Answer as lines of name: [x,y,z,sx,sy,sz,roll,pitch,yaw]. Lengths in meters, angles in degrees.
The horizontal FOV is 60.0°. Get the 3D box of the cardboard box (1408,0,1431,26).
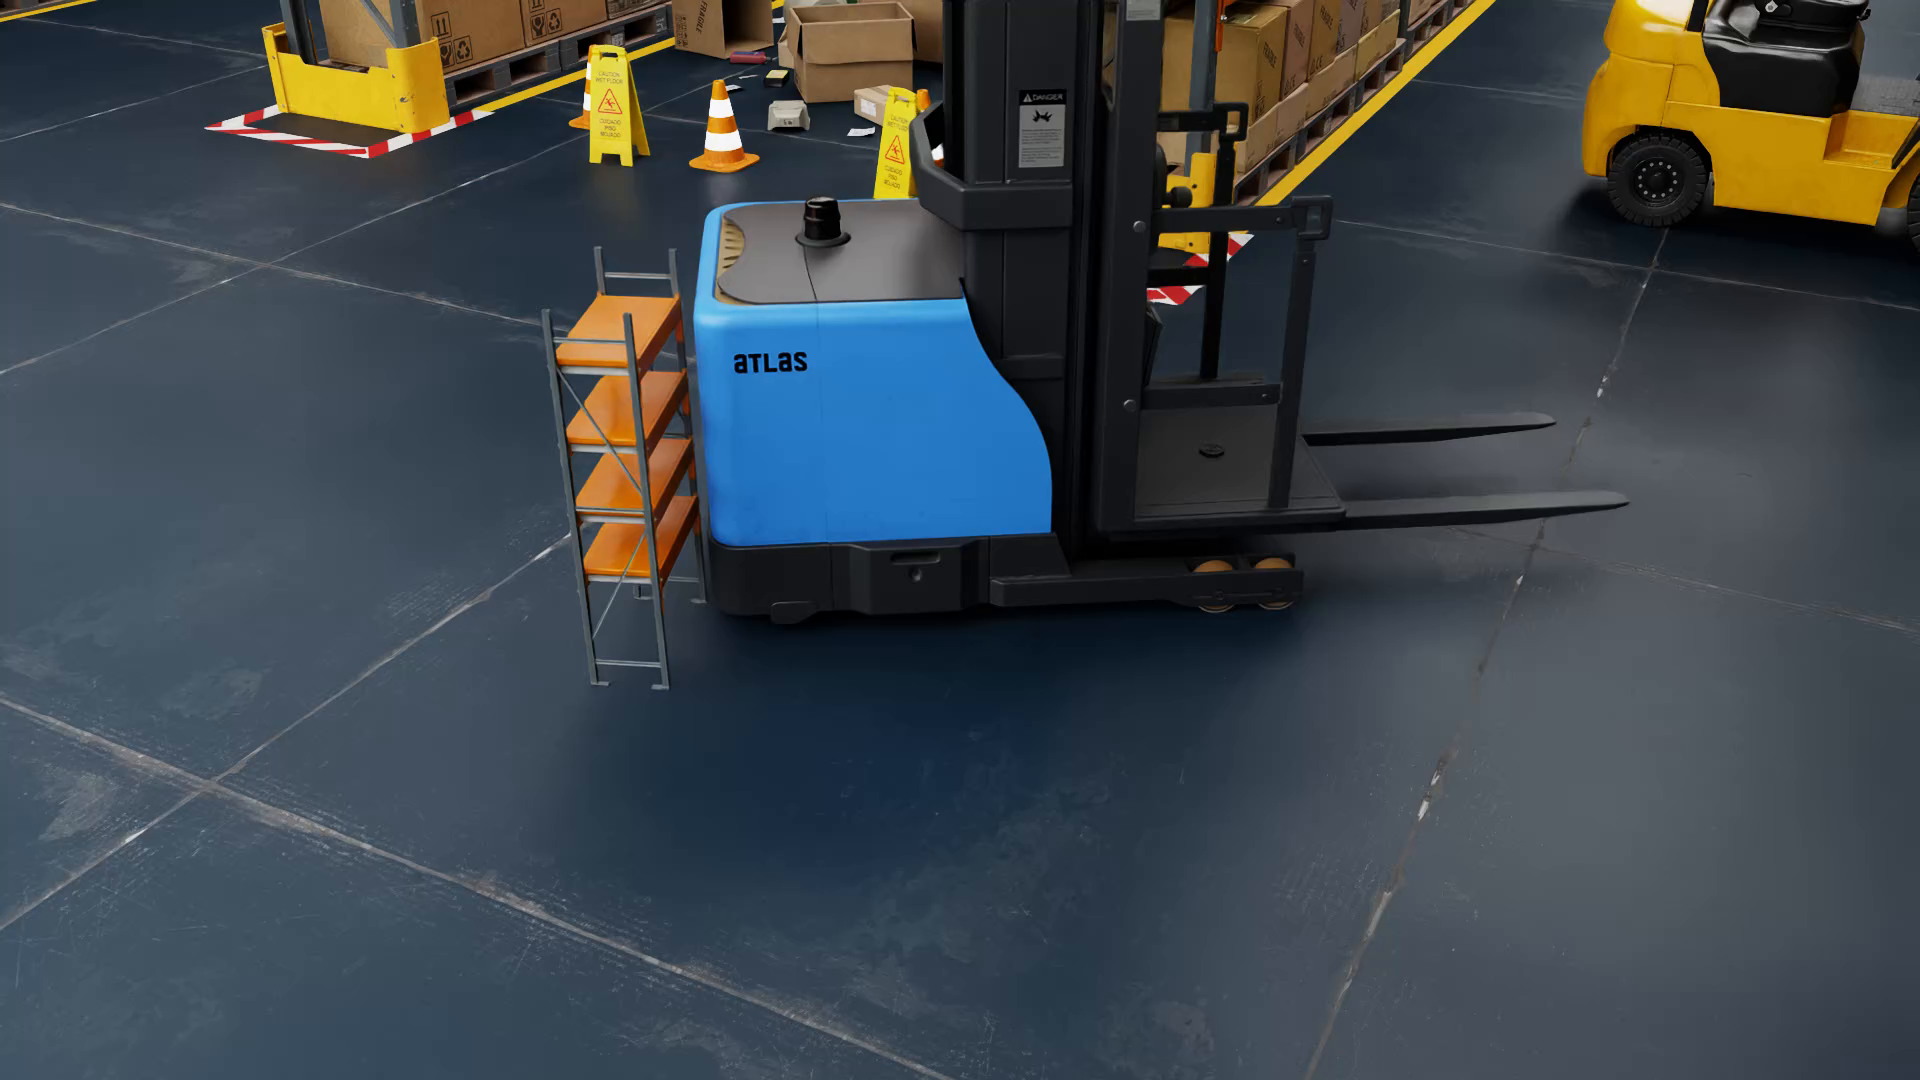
cardboard box: [2.808,-3.926,11.792,0.950,0.372,0.625,15,33,24]

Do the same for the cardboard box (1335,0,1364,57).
cardboard box: [2.079,-3.190,9.879,0.500,0.500,0.500,16,34,26]

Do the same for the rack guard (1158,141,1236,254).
rack guard: [0.784,-1.827,8.429,1.175,0.500,0.348,14,33,23]

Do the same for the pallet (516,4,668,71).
pallet: [-2.852,-3.657,11.907,1.003,0.211,1.213,14,33,23]

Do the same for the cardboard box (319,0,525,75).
cardboard box: [-3.453,-3.532,10.600,0.875,0.875,0.875,14,33,24]

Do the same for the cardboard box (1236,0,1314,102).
cardboard box: [1.607,-2.730,9.079,0.500,0.500,0.500,13,32,21]

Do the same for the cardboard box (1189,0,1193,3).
cardboard box: [1.117,-2.839,9.267,0.500,0.500,0.500,16,33,25]

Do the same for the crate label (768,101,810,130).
crate label: [-1.044,-2.583,10.110,0.250,0.136,0.298,-1,30,-3]

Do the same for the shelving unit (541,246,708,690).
shelving unit: [-0.963,-0.203,4.898,0.258,1.200,0.503,3,30,5]

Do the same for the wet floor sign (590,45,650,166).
wet floor sign: [-1.954,-2.472,9.407,0.267,0.644,0.232,9,31,15]

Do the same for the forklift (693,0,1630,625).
forklift: [0.687,-1.297,5.066,3.031,2.935,1.130,-3,30,-5]

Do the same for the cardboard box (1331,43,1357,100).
cardboard box: [2.072,-2.854,10.048,0.500,0.250,0.500,15,33,24]

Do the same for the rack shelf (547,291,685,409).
rack shelf: [-0.963,-0.544,4.703,0.258,0.148,0.480,3,30,5]

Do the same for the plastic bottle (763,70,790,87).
plastic bottle: [-1.211,-3.072,11.038,0.133,0.061,0.283,4,30,6]

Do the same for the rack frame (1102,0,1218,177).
rack frame: [0.749,-2.877,7.748,1.000,3.000,0.127,14,33,23]

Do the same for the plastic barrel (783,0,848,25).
plastic barrel: [-1.033,-3.760,11.873,0.421,0.421,0.512,-12,32,-20]

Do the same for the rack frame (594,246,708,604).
rack frame: [-0.940,-0.324,5.109,0.240,1.200,0.015,3,30,5]

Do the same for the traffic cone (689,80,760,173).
traffic cone: [-1.346,-2.361,9.397,0.336,0.463,0.334,14,33,23]

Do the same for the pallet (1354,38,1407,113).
pallet: [2.297,-3.135,10.998,1.003,0.211,1.213,14,33,23]

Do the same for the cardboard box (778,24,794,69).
cardboard box: [-1.025,-3.363,11.340,0.396,0.266,0.258,21,36,32]

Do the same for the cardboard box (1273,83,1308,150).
cardboard box: [1.602,-2.386,9.233,0.500,0.250,0.500,16,33,25]

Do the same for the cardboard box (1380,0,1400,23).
cardboard box: [2.541,-3.642,10.667,0.500,0.500,0.500,14,33,23]

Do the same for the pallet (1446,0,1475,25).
pallet: [3.479,-4.330,13.077,1.003,0.211,1.213,14,33,23]

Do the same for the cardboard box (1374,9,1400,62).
cardboard box: [2.541,-3.317,10.854,0.500,0.250,0.500,16,33,25]

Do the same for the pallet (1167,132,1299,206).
pallet: [1.185,-2.054,9.114,1.003,0.211,1.213,14,33,23]

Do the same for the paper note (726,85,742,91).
paper note: [-1.497,-2.959,10.873,0.142,0.017,0.144,-25,38,-36]

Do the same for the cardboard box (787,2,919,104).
cardboard box: [-0.705,-3.148,10.726,0.797,0.503,0.637,-7,31,-11]

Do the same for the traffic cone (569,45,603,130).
traffic cone: [-2.198,-2.769,10.106,0.336,0.463,0.334,14,33,23]

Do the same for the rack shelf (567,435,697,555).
rack shelf: [-0.963,-0.144,4.932,0.258,0.148,0.480,3,30,5]

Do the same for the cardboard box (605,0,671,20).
cardboard box: [-2.637,-4.326,11.983,0.875,0.875,0.875,15,33,24]

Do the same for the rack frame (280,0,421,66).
rack frame: [-3.704,-3.955,9.626,1.000,3.000,0.127,14,33,23]

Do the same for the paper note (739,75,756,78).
paper note: [-1.423,-3.108,11.151,0.123,0.001,0.032,-18,34,-28]
